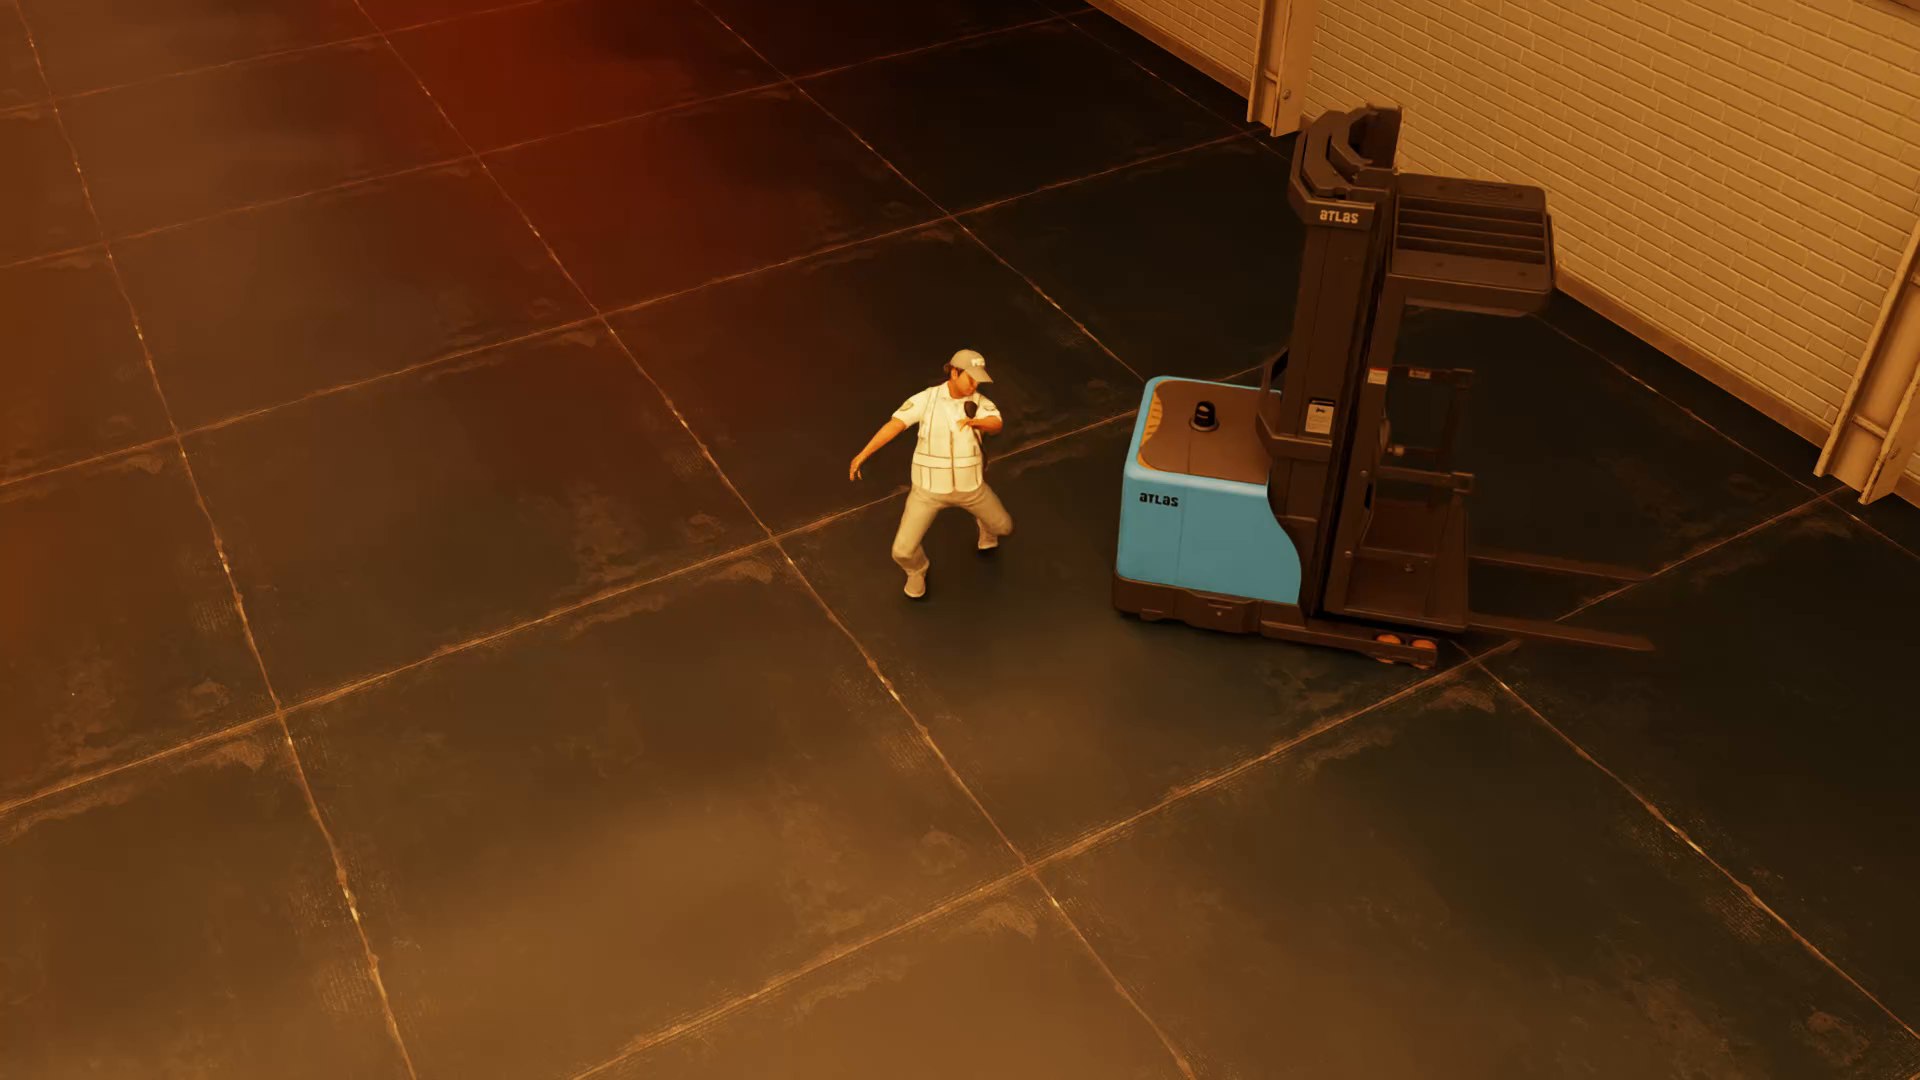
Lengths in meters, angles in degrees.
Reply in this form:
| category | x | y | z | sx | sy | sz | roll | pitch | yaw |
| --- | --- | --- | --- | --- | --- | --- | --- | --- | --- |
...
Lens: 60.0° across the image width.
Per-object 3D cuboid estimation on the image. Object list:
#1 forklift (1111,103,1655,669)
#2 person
| category | x | y | z | sx | sy | sz | roll | pitch | yaw |
| --- | --- | --- | --- | --- | --- | --- | --- | --- | --- |
| forklift | 2.464 | -0.773 | 8.968 | 3.031 | 2.935 | 1.130 | 9 | 40 | 10 |
| person | -0.165 | -0.309 | 9.559 | 0.975 | 1.441 | 0.743 | -10 | 41 | -12 |
